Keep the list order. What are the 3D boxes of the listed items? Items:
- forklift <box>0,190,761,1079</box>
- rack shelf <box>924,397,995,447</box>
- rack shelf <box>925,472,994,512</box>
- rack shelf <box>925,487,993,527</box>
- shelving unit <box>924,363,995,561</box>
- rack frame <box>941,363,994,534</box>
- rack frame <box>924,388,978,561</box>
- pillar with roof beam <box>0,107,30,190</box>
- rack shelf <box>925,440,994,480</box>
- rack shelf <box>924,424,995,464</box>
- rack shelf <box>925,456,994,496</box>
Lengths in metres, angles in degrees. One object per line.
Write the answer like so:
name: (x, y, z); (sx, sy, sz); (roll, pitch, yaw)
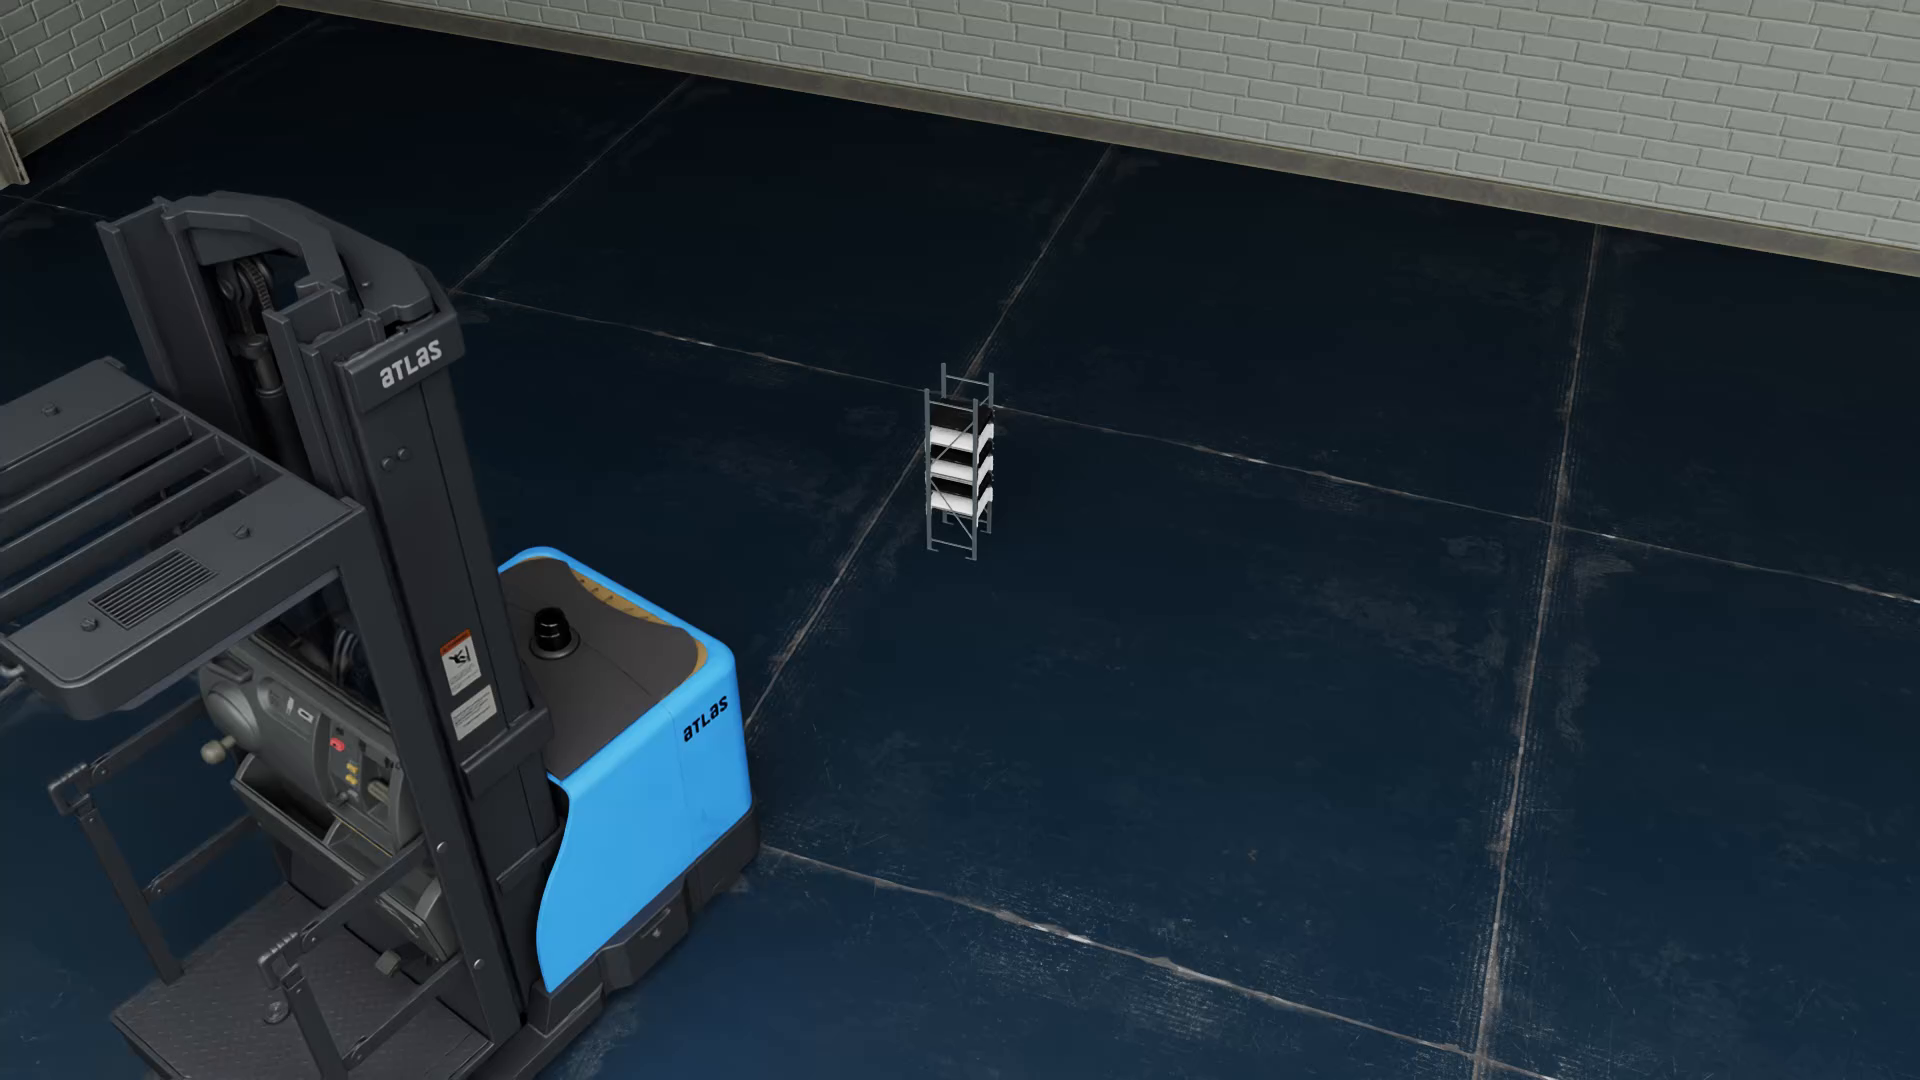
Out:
forklift: (-2.031, 0.652, 4.681); (1.130, 2.935, 3.031); (26, 47, 27)
rack shelf: (-0.003, -0.517, 7.252); (0.258, 0.077, 0.200); (13, 42, 15)
rack shelf: (-0.003, -0.244, 7.486); (0.258, 0.077, 0.200); (13, 42, 15)
rack shelf: (-0.003, -0.175, 7.544); (0.258, 0.077, 0.200); (13, 42, 15)
shelving unit: (-0.003, -0.337, 7.406); (0.258, 0.900, 0.210); (13, 42, 15)
rack frame: (0.032, -0.399, 7.478); (0.240, 0.900, 0.006); (13, 42, 15)
rack frame: (-0.038, -0.275, 7.333); (0.240, 0.900, 0.006); (13, 42, 15)
pillar with roof beam: (-1.928, -4.608, 6.171); (9.100, 9.000, 0.400); (13, 42, 15)
rack shelf: (-0.003, -0.380, 7.369); (0.258, 0.077, 0.200); (13, 42, 15)
rack shelf: (-0.003, -0.449, 7.311); (0.258, 0.077, 0.200); (13, 42, 15)
rack shelf: (-0.003, -0.312, 7.427); (0.258, 0.077, 0.200); (13, 42, 15)
